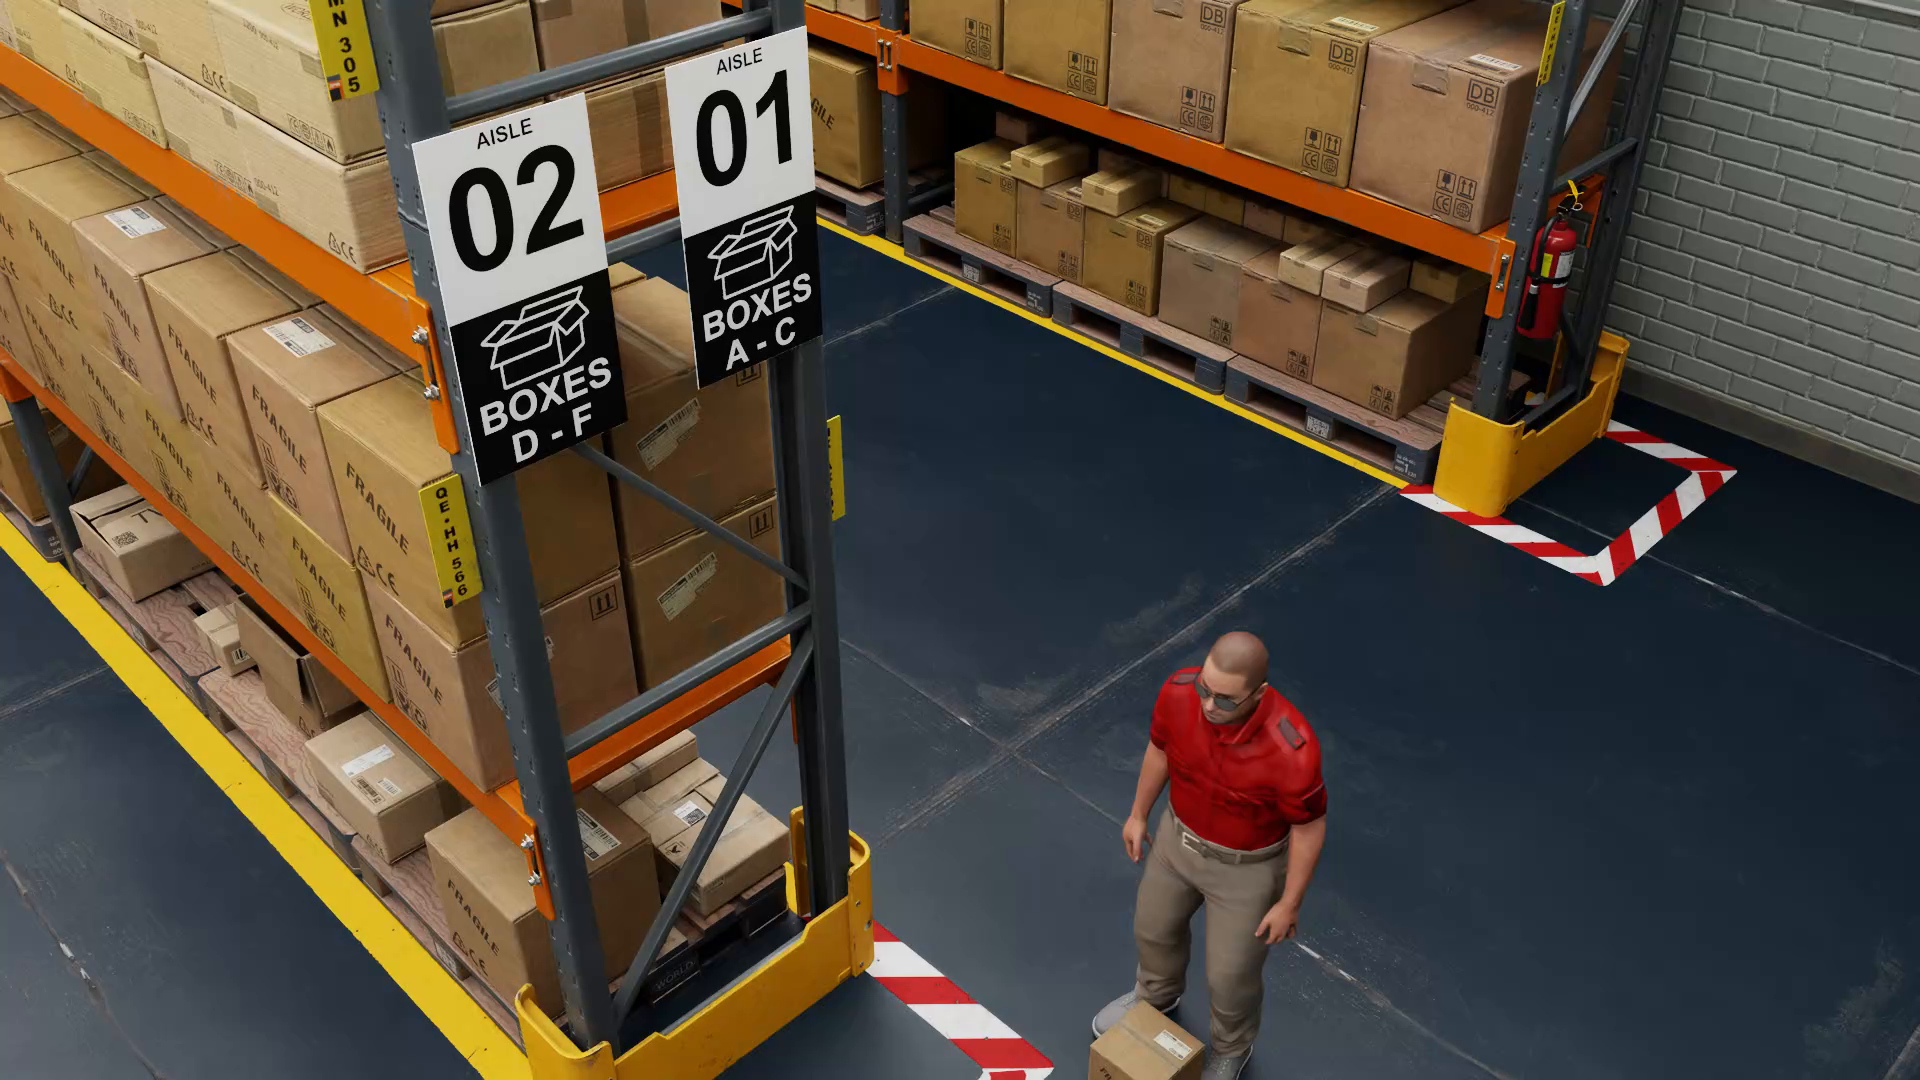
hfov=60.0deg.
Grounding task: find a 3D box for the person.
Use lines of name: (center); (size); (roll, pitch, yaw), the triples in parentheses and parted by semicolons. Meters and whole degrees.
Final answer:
person: (0.747, 0.928, 4.844); (0.598, 1.727, 0.388); (28, 44, 34)
